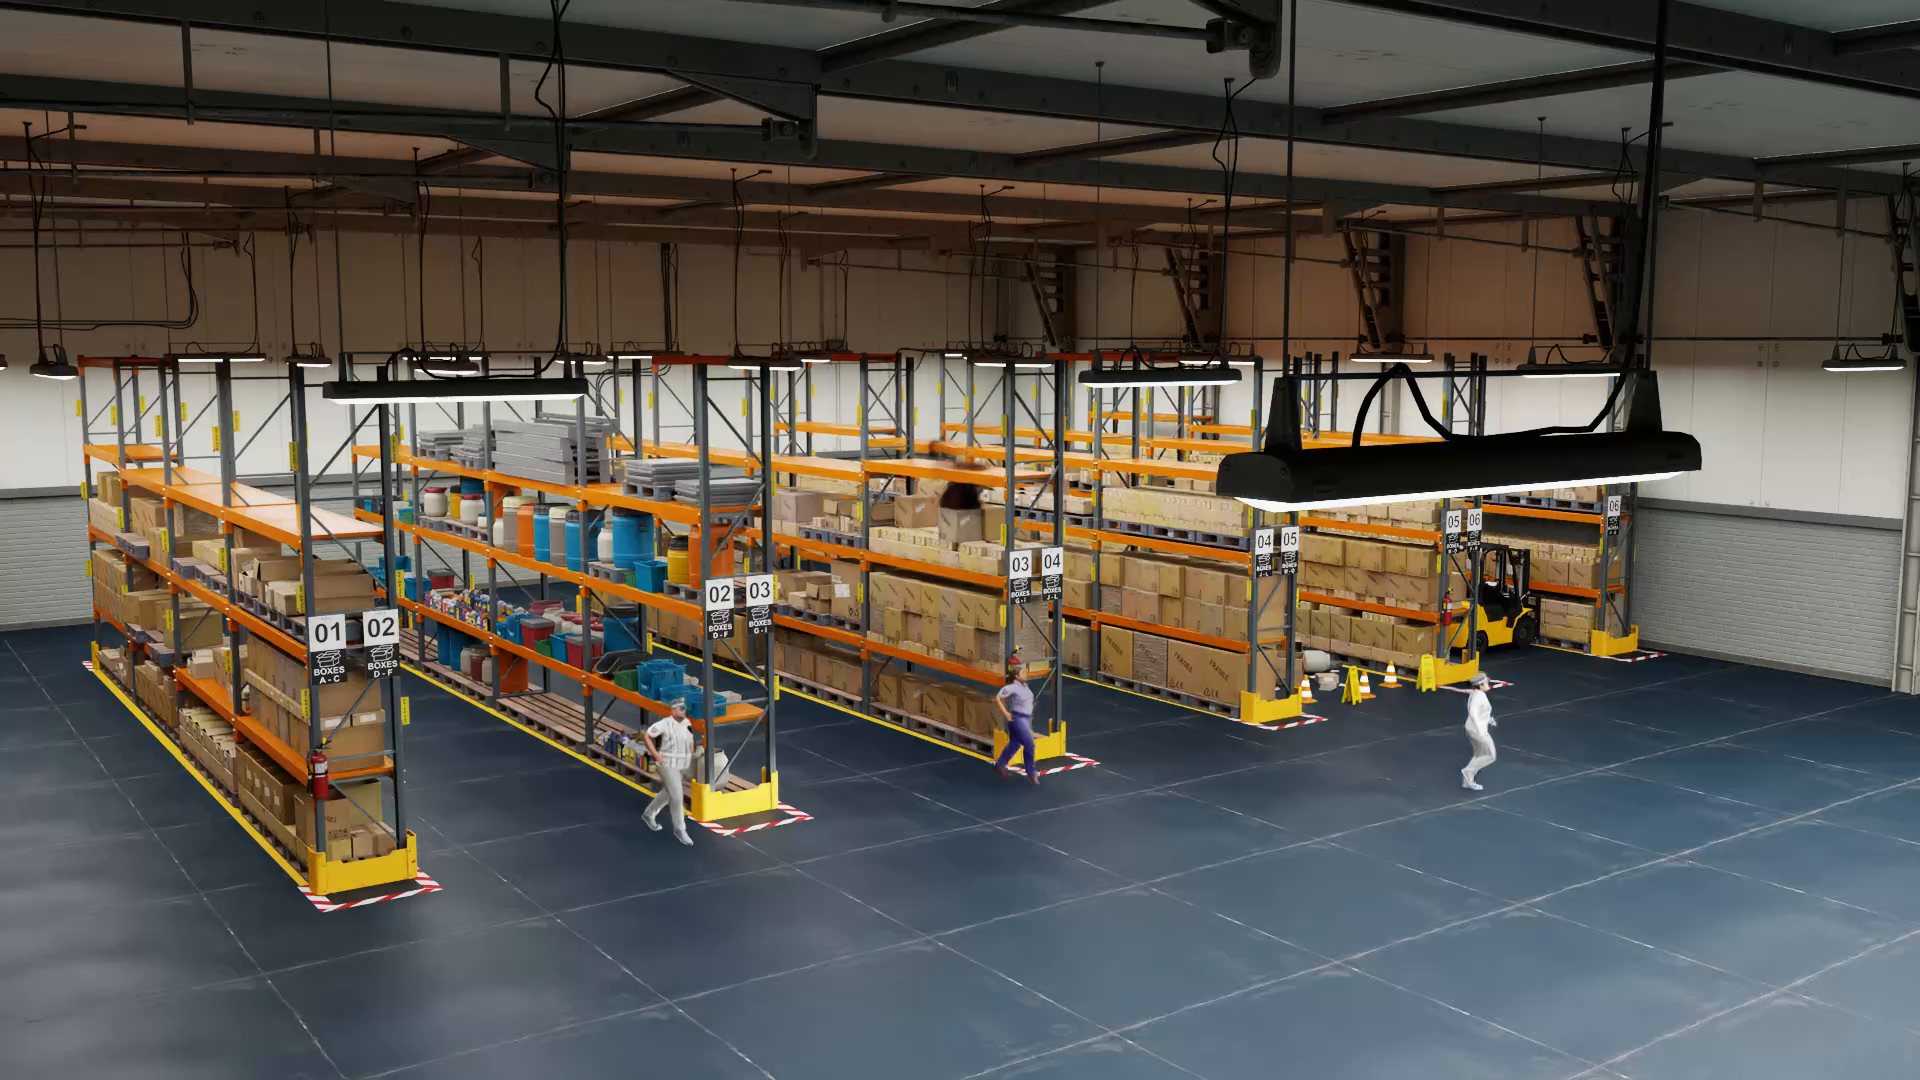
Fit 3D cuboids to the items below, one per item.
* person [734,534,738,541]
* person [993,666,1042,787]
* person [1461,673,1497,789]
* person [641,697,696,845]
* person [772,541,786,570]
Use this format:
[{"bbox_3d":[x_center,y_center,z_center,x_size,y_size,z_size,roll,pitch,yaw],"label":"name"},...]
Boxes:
[{"bbox_3d":[-5.615,0.628,40.592,0.660,1.573,0.564,1,7,9],"label":"person"},{"bbox_3d":[0.851,2.655,23.807,0.782,1.690,0.652,2,7,16],"label":"person"},{"bbox_3d":[7.335,2.687,23.385,0.486,1.651,0.630,0,7,2],"label":"person"},{"bbox_3d":[-3.644,2.891,21.209,0.927,1.806,0.688,4,8,30],"label":"person"},{"bbox_3d":[-4.545,0.486,41.782,1.003,1.608,0.505,-6,9,-40],"label":"person"}]
